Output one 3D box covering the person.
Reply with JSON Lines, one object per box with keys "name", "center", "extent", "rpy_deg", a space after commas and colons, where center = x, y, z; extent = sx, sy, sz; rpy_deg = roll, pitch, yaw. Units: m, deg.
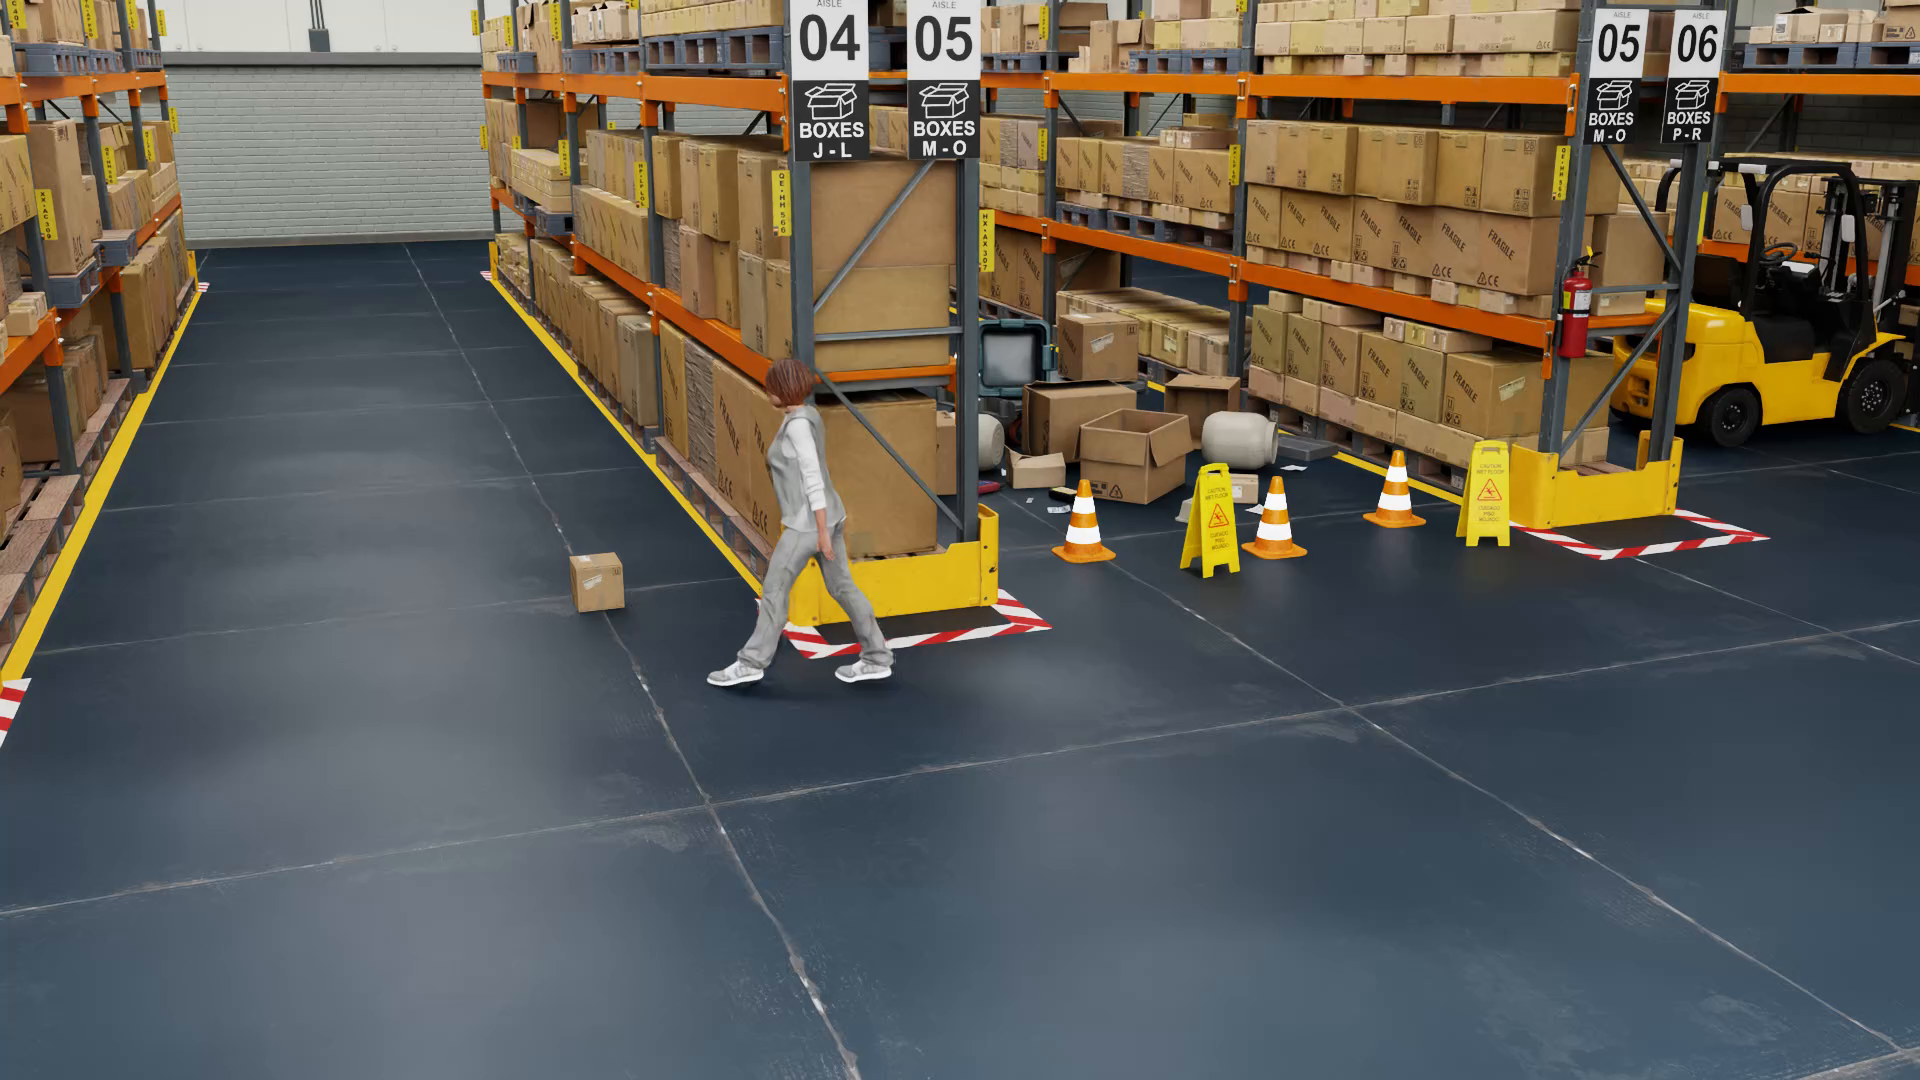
{"name": "person", "center": [-0.747, -0.082, 7.808], "extent": [0.870, 1.545, 0.469], "rpy_deg": [2, 16, 9]}
